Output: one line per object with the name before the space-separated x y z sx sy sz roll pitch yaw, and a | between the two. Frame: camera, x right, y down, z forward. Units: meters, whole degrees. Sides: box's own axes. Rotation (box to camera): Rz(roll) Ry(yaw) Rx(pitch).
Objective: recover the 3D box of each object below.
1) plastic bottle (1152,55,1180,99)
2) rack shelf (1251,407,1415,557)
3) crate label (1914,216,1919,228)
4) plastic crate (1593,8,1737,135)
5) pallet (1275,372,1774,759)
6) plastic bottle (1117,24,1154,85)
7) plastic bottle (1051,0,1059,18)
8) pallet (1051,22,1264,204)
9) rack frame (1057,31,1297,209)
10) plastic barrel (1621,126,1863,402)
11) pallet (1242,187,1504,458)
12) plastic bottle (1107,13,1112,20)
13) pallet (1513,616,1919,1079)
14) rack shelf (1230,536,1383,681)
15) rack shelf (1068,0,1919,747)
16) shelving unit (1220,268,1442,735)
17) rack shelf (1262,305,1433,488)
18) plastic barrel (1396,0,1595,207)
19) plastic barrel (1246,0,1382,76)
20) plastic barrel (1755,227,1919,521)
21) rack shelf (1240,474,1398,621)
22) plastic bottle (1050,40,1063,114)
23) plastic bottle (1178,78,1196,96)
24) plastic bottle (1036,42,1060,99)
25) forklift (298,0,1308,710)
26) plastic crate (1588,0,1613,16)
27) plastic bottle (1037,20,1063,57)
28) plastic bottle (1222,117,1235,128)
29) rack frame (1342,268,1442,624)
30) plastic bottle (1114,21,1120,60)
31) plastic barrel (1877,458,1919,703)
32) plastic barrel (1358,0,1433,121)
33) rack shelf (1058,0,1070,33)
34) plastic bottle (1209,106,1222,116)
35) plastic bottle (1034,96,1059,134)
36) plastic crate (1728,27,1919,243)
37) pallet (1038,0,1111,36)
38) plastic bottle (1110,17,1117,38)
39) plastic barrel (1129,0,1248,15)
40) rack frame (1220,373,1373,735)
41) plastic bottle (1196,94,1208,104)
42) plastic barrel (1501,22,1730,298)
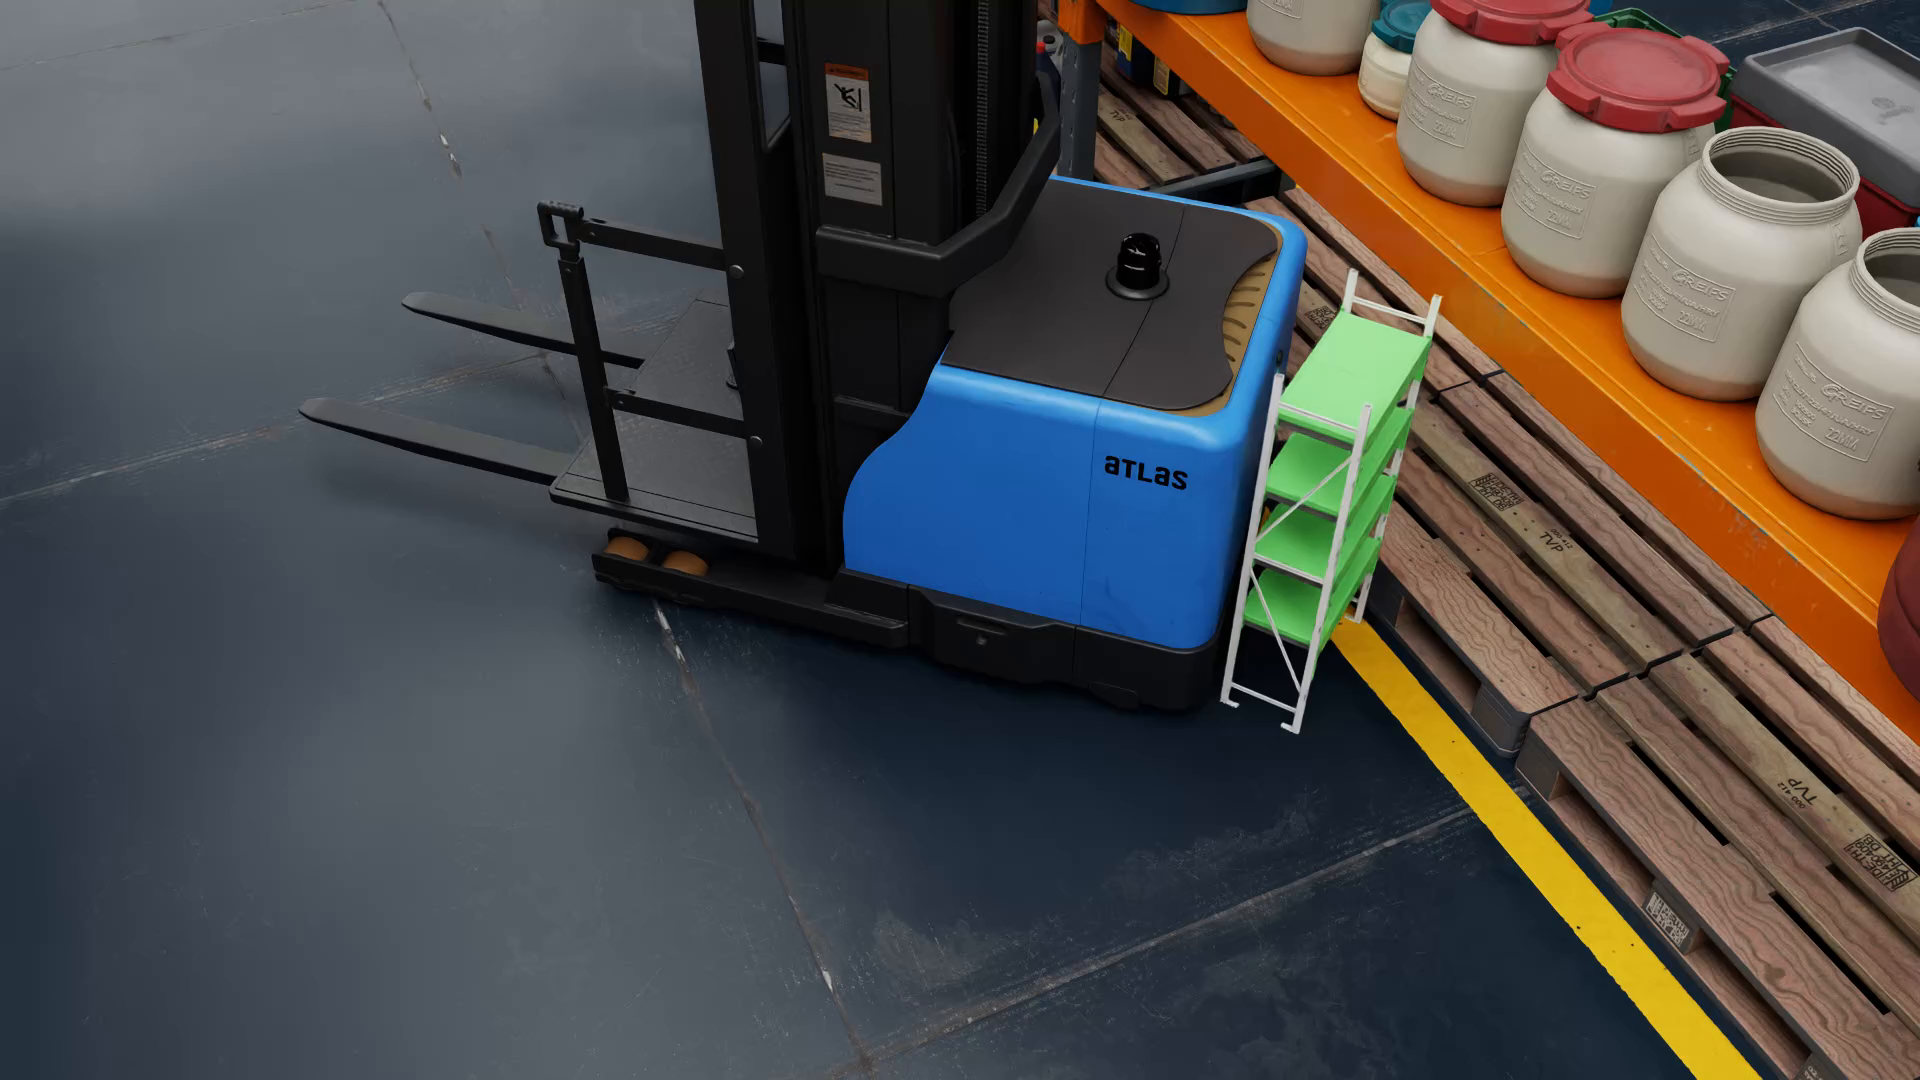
plastic bottle | 0.837 -1.935 6.696 0.061 0.283 0.133 -18 47 -17
rack shelf | 0.975 -0.197 4.344 0.258 0.148 0.480 22 49 21
crate label | 2.340 -0.424 3.518 0.502 0.435 0.616 -18 47 -17
plastic crate | 1.819 -1.145 4.426 0.450 0.188 0.662 -18 47 -17
pallet | 1.713 0.013 5.086 1.003 0.211 1.213 -18 47 -17
plastic bottle | 0.737 -2.055 6.770 0.144 0.351 0.185 -18 47 -17
plastic bottle | 0.486 -2.402 7.175 0.152 0.276 0.135 -18 47 -17
pallet | 0.586 -1.695 6.817 1.003 0.211 1.213 -18 47 -17
rack frame | 0.831 -2.247 5.392 1.000 3.000 0.127 -18 47 -17
plastic barrel | 1.709 -0.599 3.641 0.421 0.512 0.421 0 45 0
pallet | 1.196 -0.765 5.875 1.003 0.211 1.213 -18 47 -17
plastic bottle | 0.691 -2.352 7.177 0.097 0.201 0.097 0 45 0
pallet | 2.222 0.790 4.300 1.003 0.211 1.213 -18 47 -17
rack shelf | 0.976 0.144 4.681 0.258 0.148 0.480 22 49 21
rack shelf | 1.672 -0.716 4.353 1.077 0.370 4.000 -18 47 -17
shelving unit | 0.976 -0.072 4.468 0.258 1.200 0.503 22 49 21
rack shelf | 0.975 -0.368 4.175 0.258 0.148 0.480 22 49 21
plastic barrel | 1.343 -1.153 4.186 0.433 0.535 0.433 0 45 0
plastic barrel | 1.034 -1.621 4.660 0.433 0.535 0.433 0 45 0
plastic barrel | 1.886 -0.330 3.369 0.421 0.512 0.421 0 45 0
rack shelf | 0.976 -0.027 4.513 0.258 0.148 0.480 22 49 21
plastic bottle | 0.429 -1.828 6.540 0.144 0.351 0.185 -18 47 -17
plastic bottle | 0.934 -1.965 6.731 0.152 0.276 0.135 -16 47 -16
plastic bottle | 0.299 -1.786 6.497 0.144 0.351 0.185 -19 48 -18
forklift | -0.593 -1.184 4.363 3.031 2.935 1.130 13 46 13
plastic crate | 1.577 -1.630 4.778 0.392 0.384 0.575 -18 47 -17
plastic bottle | 0.342 -1.941 6.708 0.152 0.276 0.135 -18 47 -17
plastic bottle | 1.095 -1.765 6.532 0.097 0.271 0.097 0 45 0
rack frame | 1.099 -0.220 4.617 0.240 1.200 0.015 22 49 21
plastic bottle | 0.697 -2.126 6.898 0.097 0.271 0.097 0 45 0
plastic barrel | 2.043 0.047 2.969 0.600 0.536 0.708 -18 47 -17
plastic barrel | 1.248 -1.309 4.539 0.301 0.262 0.301 0 45 0
rack shelf | -0.010 -3.265 6.936 1.077 0.370 4.000 -18 47 -17
plastic bottle | 1.052 -1.805 6.622 0.097 0.201 0.097 0 45 0
plastic bottle | 0.329 -1.646 6.403 0.061 0.283 0.133 -16 47 -15
plastic crate | 2.111 -0.841 3.921 0.402 0.464 0.583 -18 47 -17
pallet | 0.069 -2.473 7.606 1.003 0.211 1.213 -18 47 -17
plastic bottle | 0.693 -2.272 7.047 0.097 0.271 0.097 0 45 0
plastic barrel | 0.718 -2.090 4.875 0.600 0.901 0.708 -18 47 -17
rack frame | 0.852 0.076 4.318 0.240 1.200 0.015 22 49 21
plastic bottle | 1.009 -1.870 6.688 0.097 0.201 0.097 0 45 0
plastic barrel | 1.525 -0.878 3.907 0.433 0.535 0.433 0 45 0
